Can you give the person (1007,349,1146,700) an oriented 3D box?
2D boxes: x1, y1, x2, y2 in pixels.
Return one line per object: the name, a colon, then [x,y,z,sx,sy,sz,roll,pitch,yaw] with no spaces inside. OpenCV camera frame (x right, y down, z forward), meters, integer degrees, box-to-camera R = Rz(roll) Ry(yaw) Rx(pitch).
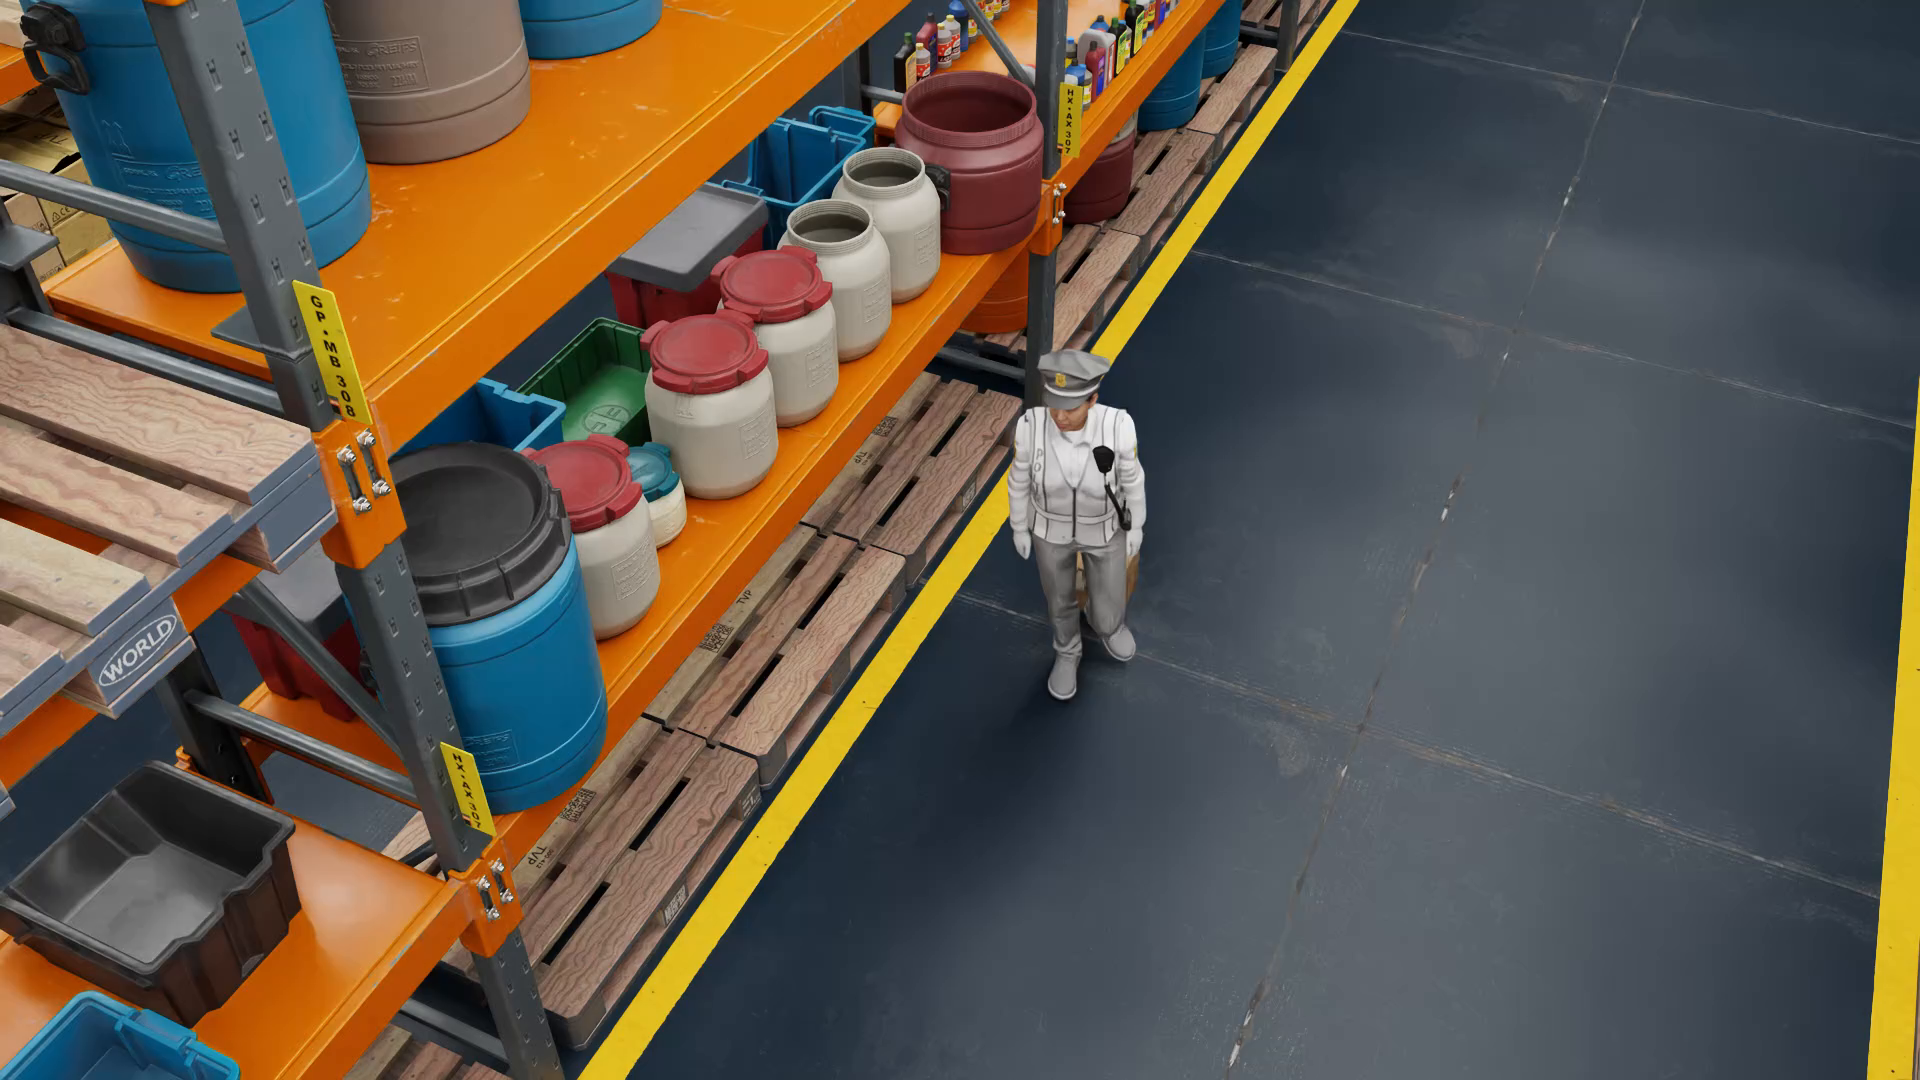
person: [0.437,-0.064,6.204,0.527,1.667,0.469,6,43,6]
